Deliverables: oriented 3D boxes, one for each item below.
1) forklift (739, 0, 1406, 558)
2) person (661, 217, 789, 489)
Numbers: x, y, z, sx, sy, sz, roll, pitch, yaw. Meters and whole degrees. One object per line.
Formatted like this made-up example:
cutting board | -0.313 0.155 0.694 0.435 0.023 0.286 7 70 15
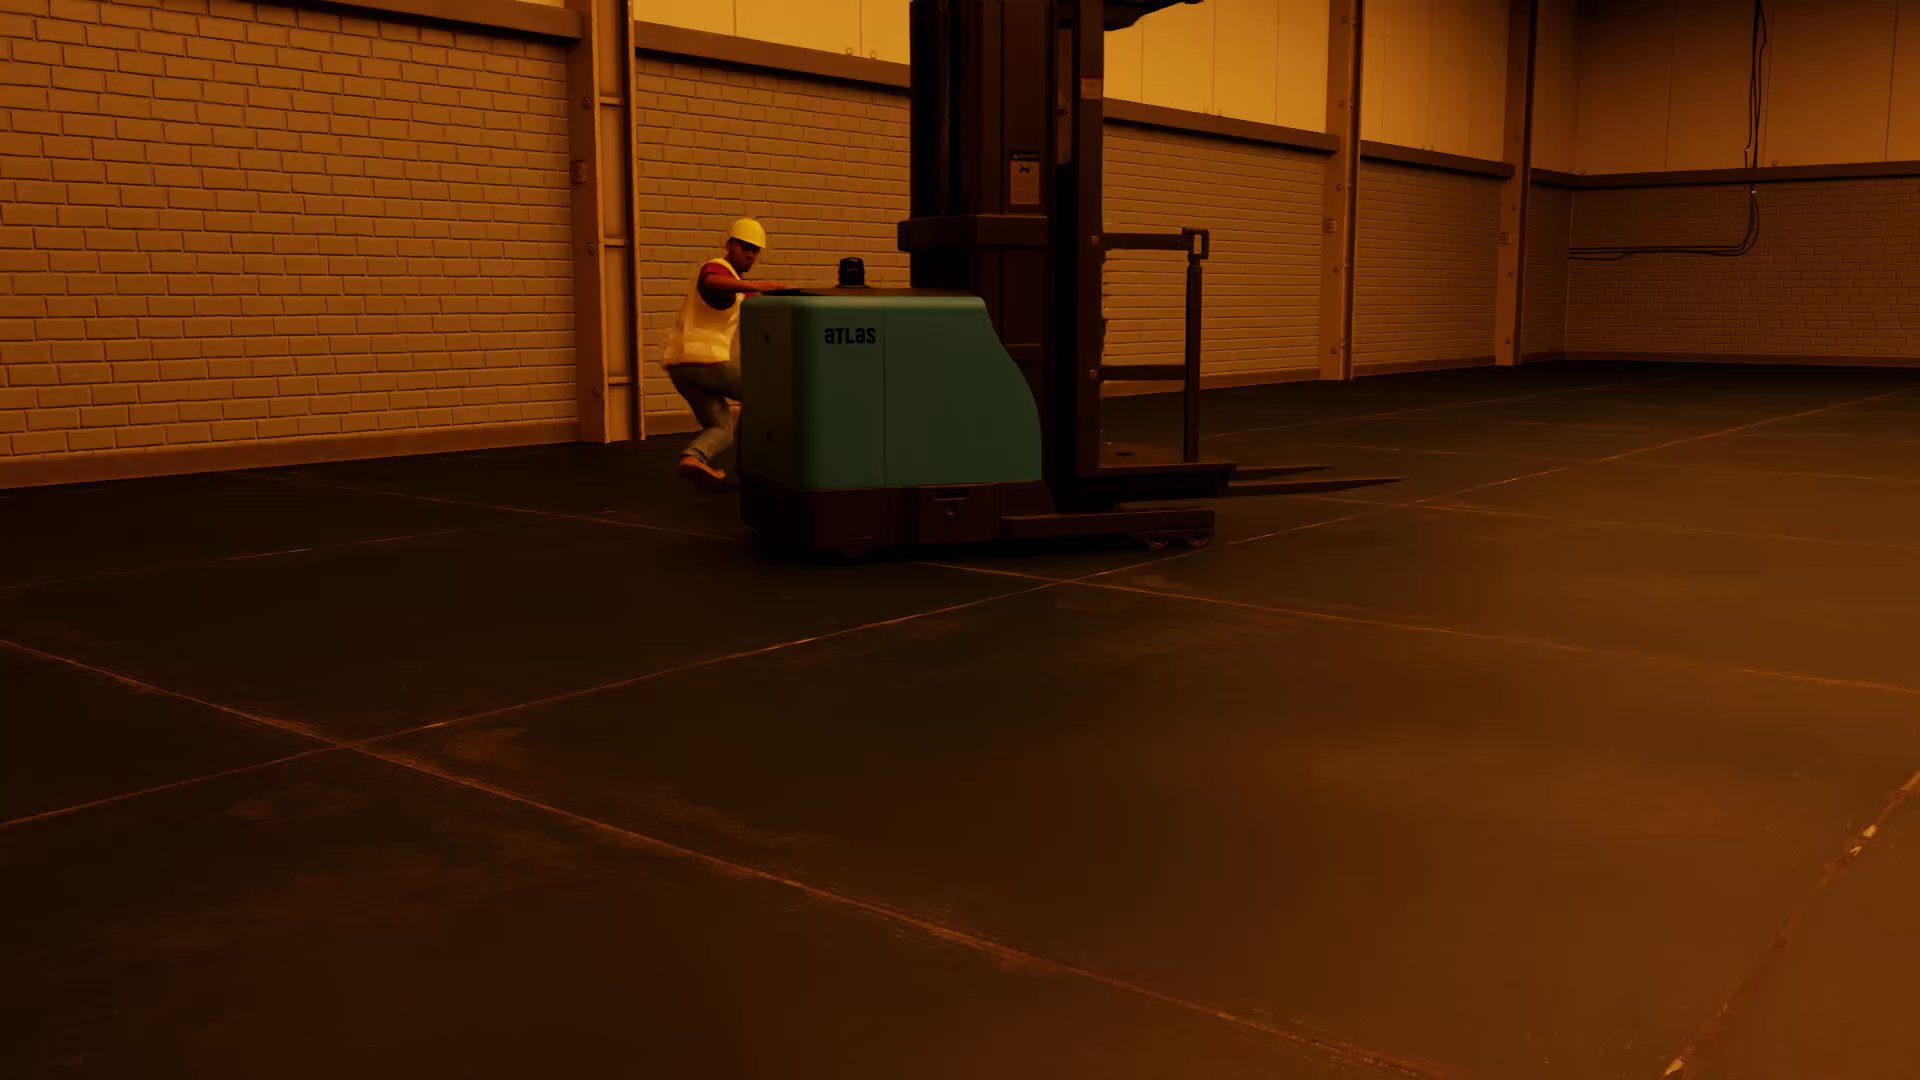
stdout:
forklift | 0.578 -1.486 7.437 3.031 2.935 1.130 -3 9 -21
person | -1.086 -0.995 9.078 1.150 1.515 0.911 -6 10 -37
